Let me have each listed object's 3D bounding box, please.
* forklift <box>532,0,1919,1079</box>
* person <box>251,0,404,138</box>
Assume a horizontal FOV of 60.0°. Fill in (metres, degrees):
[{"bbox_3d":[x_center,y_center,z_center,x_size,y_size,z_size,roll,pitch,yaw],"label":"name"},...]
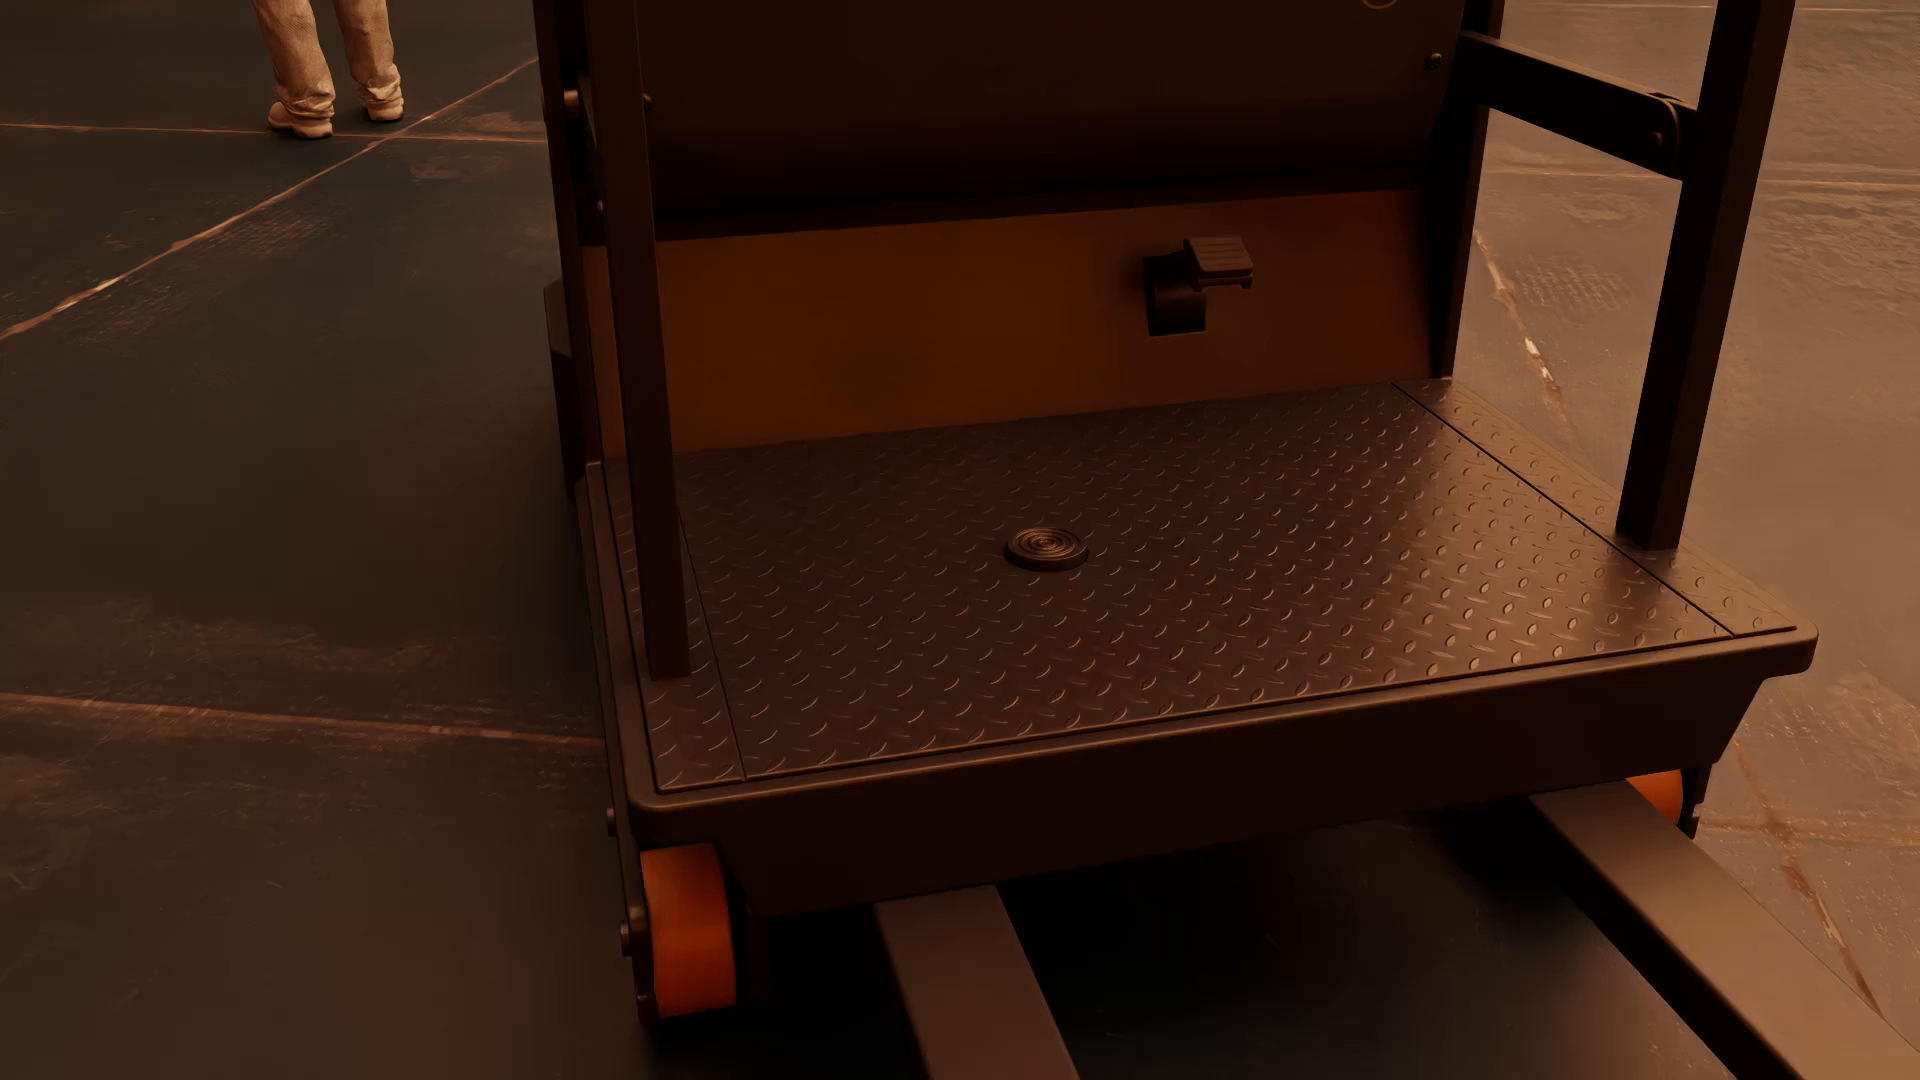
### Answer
[{"bbox_3d":[0.153,-1.049,1.319,1.130,2.935,3.031,-7,27,-13],"label":"forklift"},{"bbox_3d":[-1.898,-2.009,4.529,0.624,1.768,0.569,-17,31,-30],"label":"person"}]
